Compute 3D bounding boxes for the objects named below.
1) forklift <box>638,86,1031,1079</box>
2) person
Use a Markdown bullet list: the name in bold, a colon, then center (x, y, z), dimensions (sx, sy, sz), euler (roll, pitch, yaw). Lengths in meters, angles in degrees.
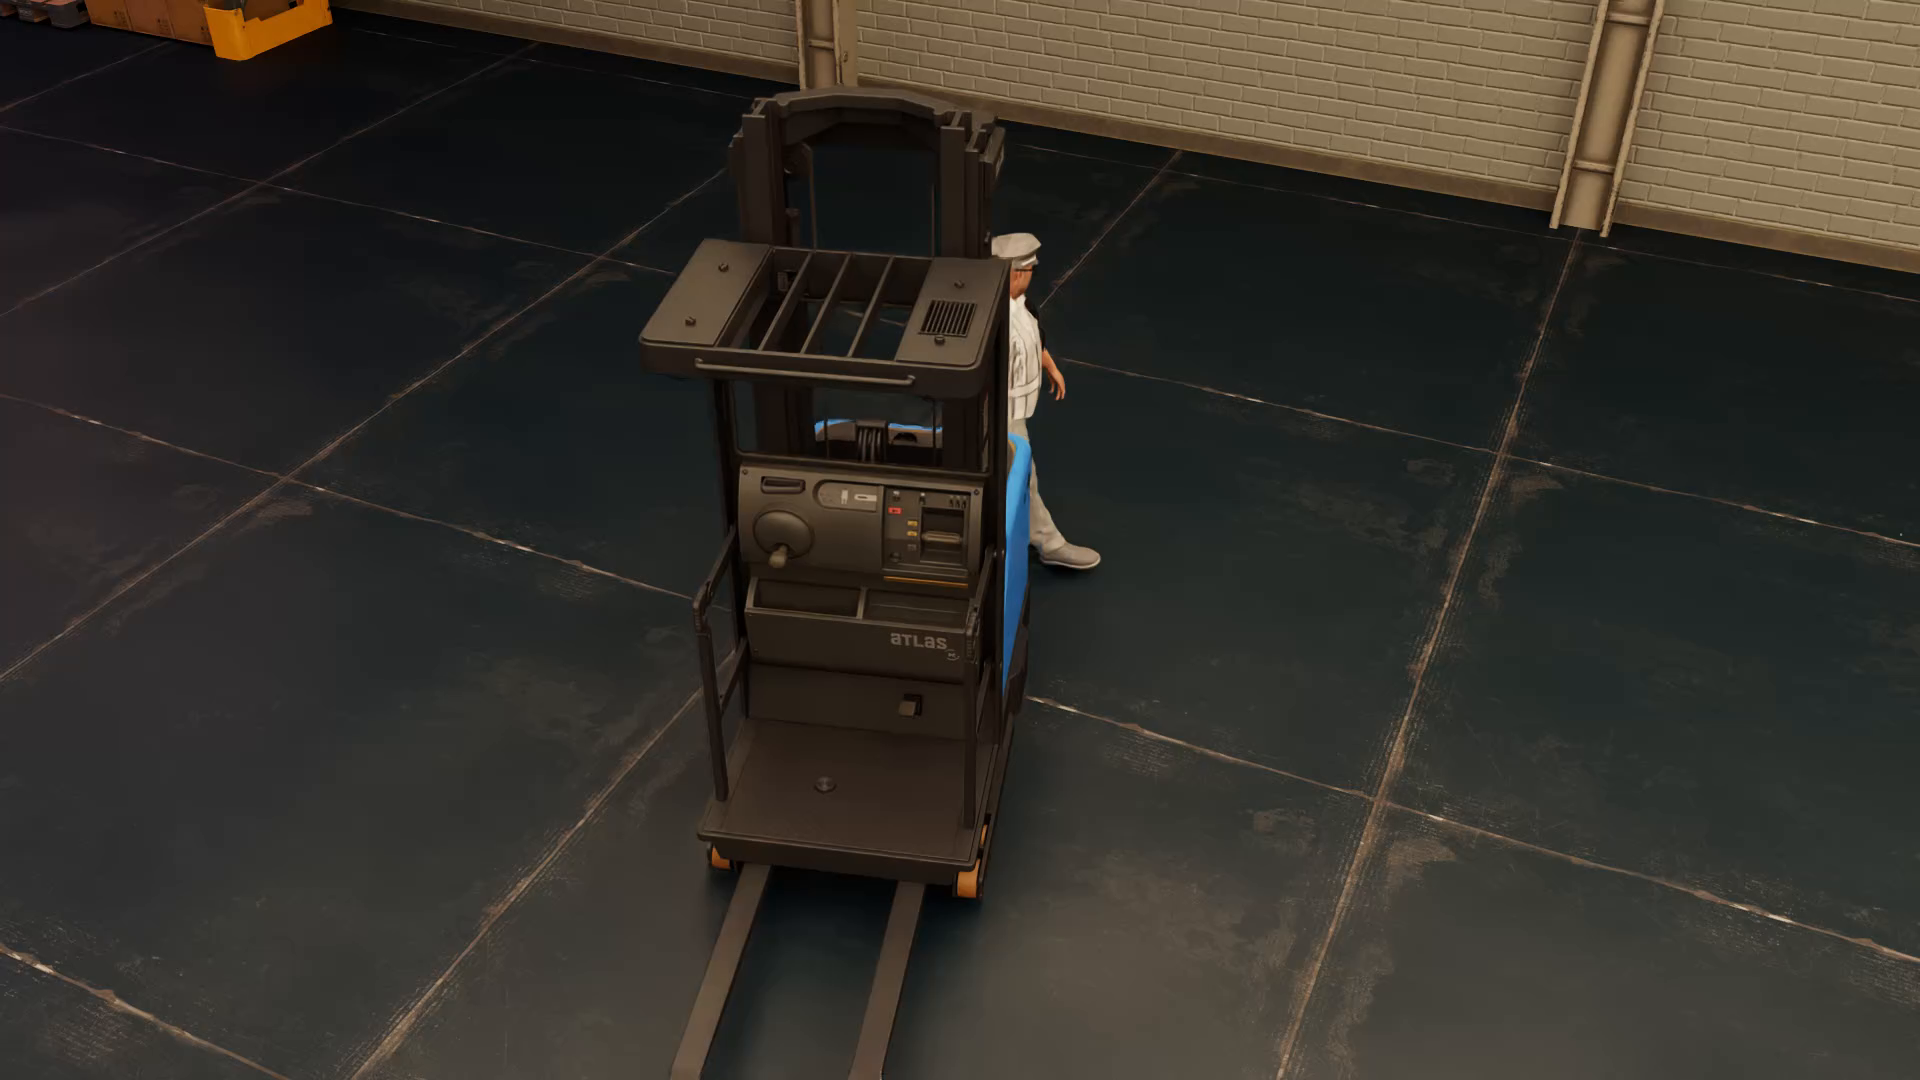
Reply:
- **forklift**: center (-0.409, 0.006, 6.079), dimensions (1.130, 2.935, 3.031), euler (5, 36, 7)
- **person**: center (0.321, -0.636, 8.031), dimensions (0.830, 1.714, 0.724), euler (7, 36, 9)
